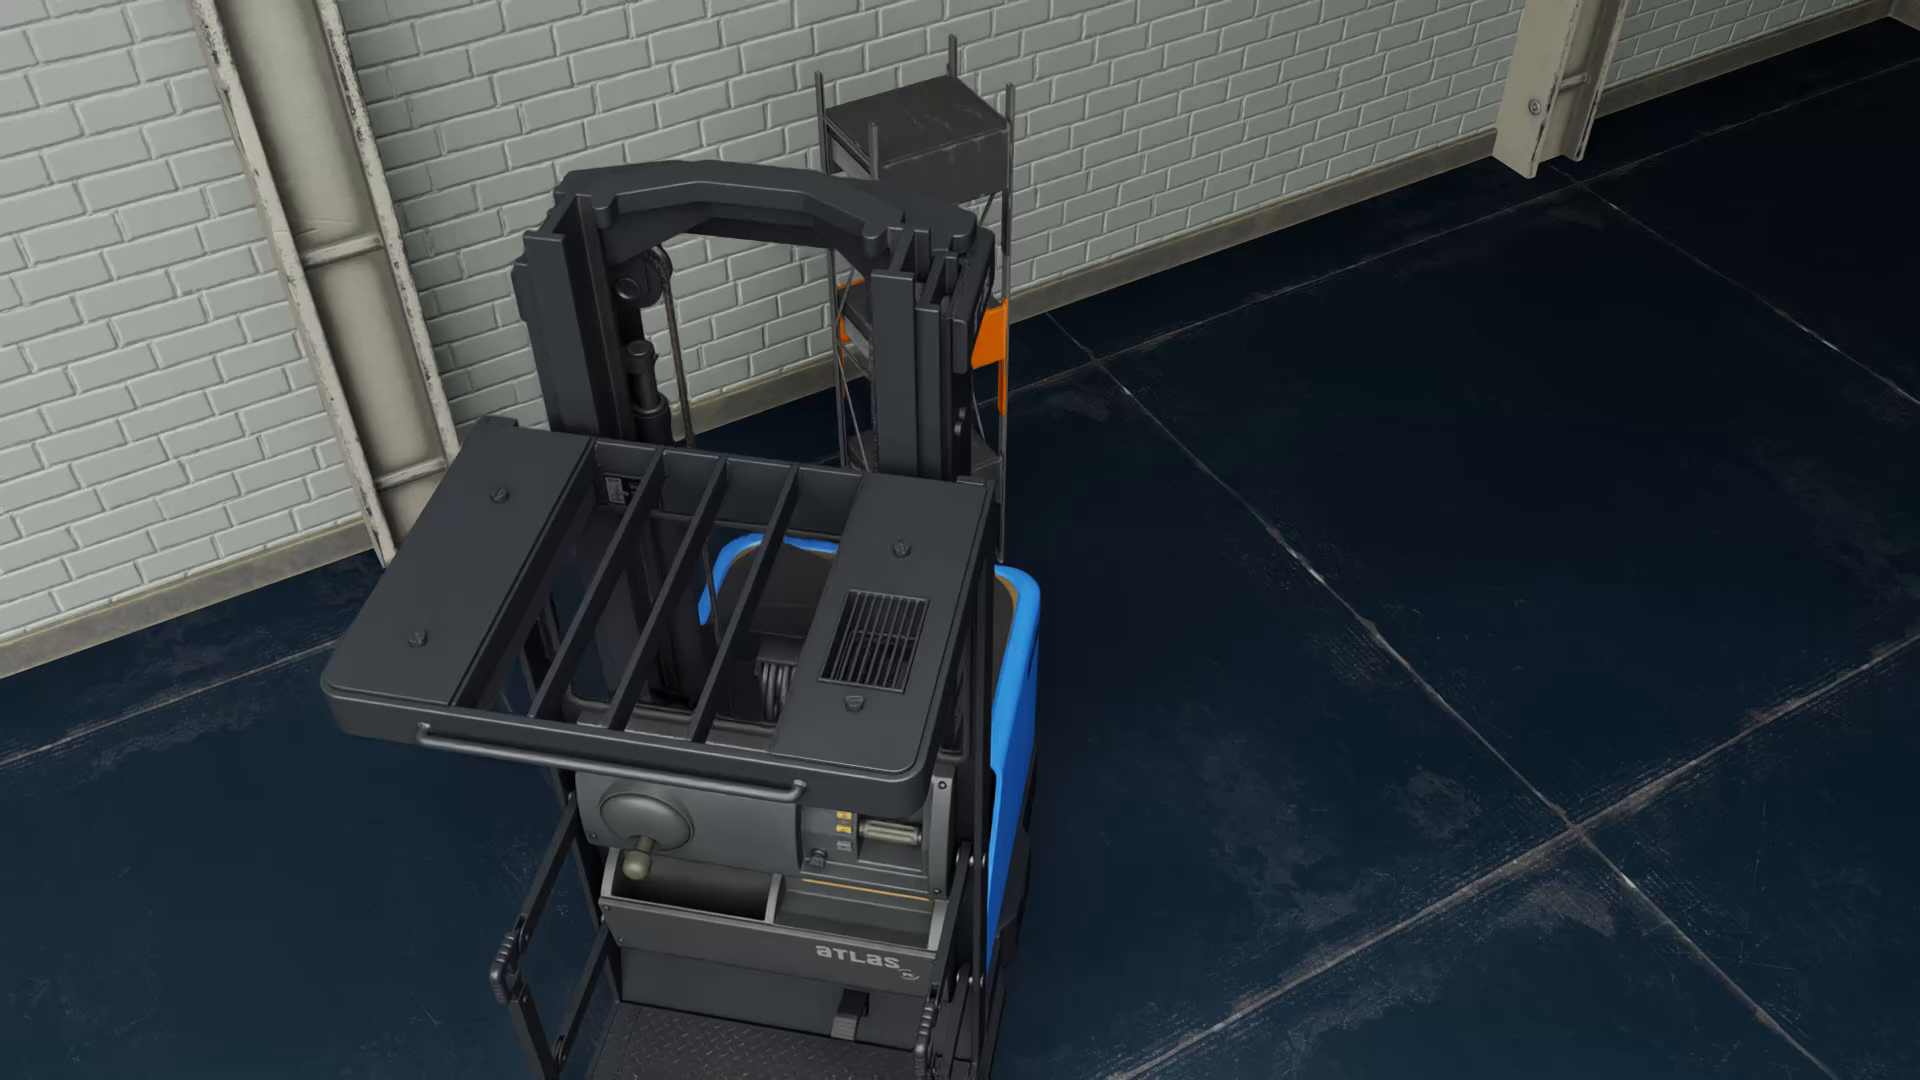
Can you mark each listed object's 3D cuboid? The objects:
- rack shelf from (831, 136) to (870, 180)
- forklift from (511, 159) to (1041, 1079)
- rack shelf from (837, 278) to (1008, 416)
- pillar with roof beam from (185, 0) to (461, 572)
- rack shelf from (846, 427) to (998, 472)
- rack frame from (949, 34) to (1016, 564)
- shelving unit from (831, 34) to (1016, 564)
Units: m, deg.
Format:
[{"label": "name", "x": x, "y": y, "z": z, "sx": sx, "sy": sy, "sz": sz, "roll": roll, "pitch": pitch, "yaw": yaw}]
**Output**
[{"label": "rack shelf", "x": -0.144, "y": -1.260, "z": 5.412, "sx": 0.442, "sy": 0.100, "sz": 0.332, "roll": -22, "pitch": 48, "yaw": -21}, {"label": "forklift", "x": -0.517, "y": 0.756, "z": 3.866, "sx": 1.130, "sy": 2.935, "sz": 3.031, "roll": 7, "pitch": 45, "yaw": 8}, {"label": "rack shelf", "x": -0.144, "y": -0.686, "z": 5.969, "sx": 0.480, "sy": 0.518, "sz": 0.431, "roll": -22, "pitch": 48, "yaw": -21}, {"label": "pillar with roof beam", "x": 0.007, "y": -0.596, "z": 0.903, "sx": 0.400, "sy": 9.000, "sz": 9.100, "roll": -22, "pitch": 48, "yaw": -21}, {"label": "rack shelf", "x": -0.144, "y": -0.282, "z": 6.361, "sx": 0.457, "sy": 0.174, "sz": 0.368, "roll": -22, "pitch": 48, "yaw": -21}, {"label": "rack frame", "x": 0.068, "y": -0.781, "z": 6.047, "sx": 0.015, "sy": 2.100, "sz": 0.400, "roll": -22, "pitch": 48, "yaw": -21}, {"label": "shelving unit", "x": -0.139, "y": -0.698, "z": 5.962, "sx": 0.492, "sy": 2.100, "sz": 0.431, "roll": -22, "pitch": 48, "yaw": -21}]
